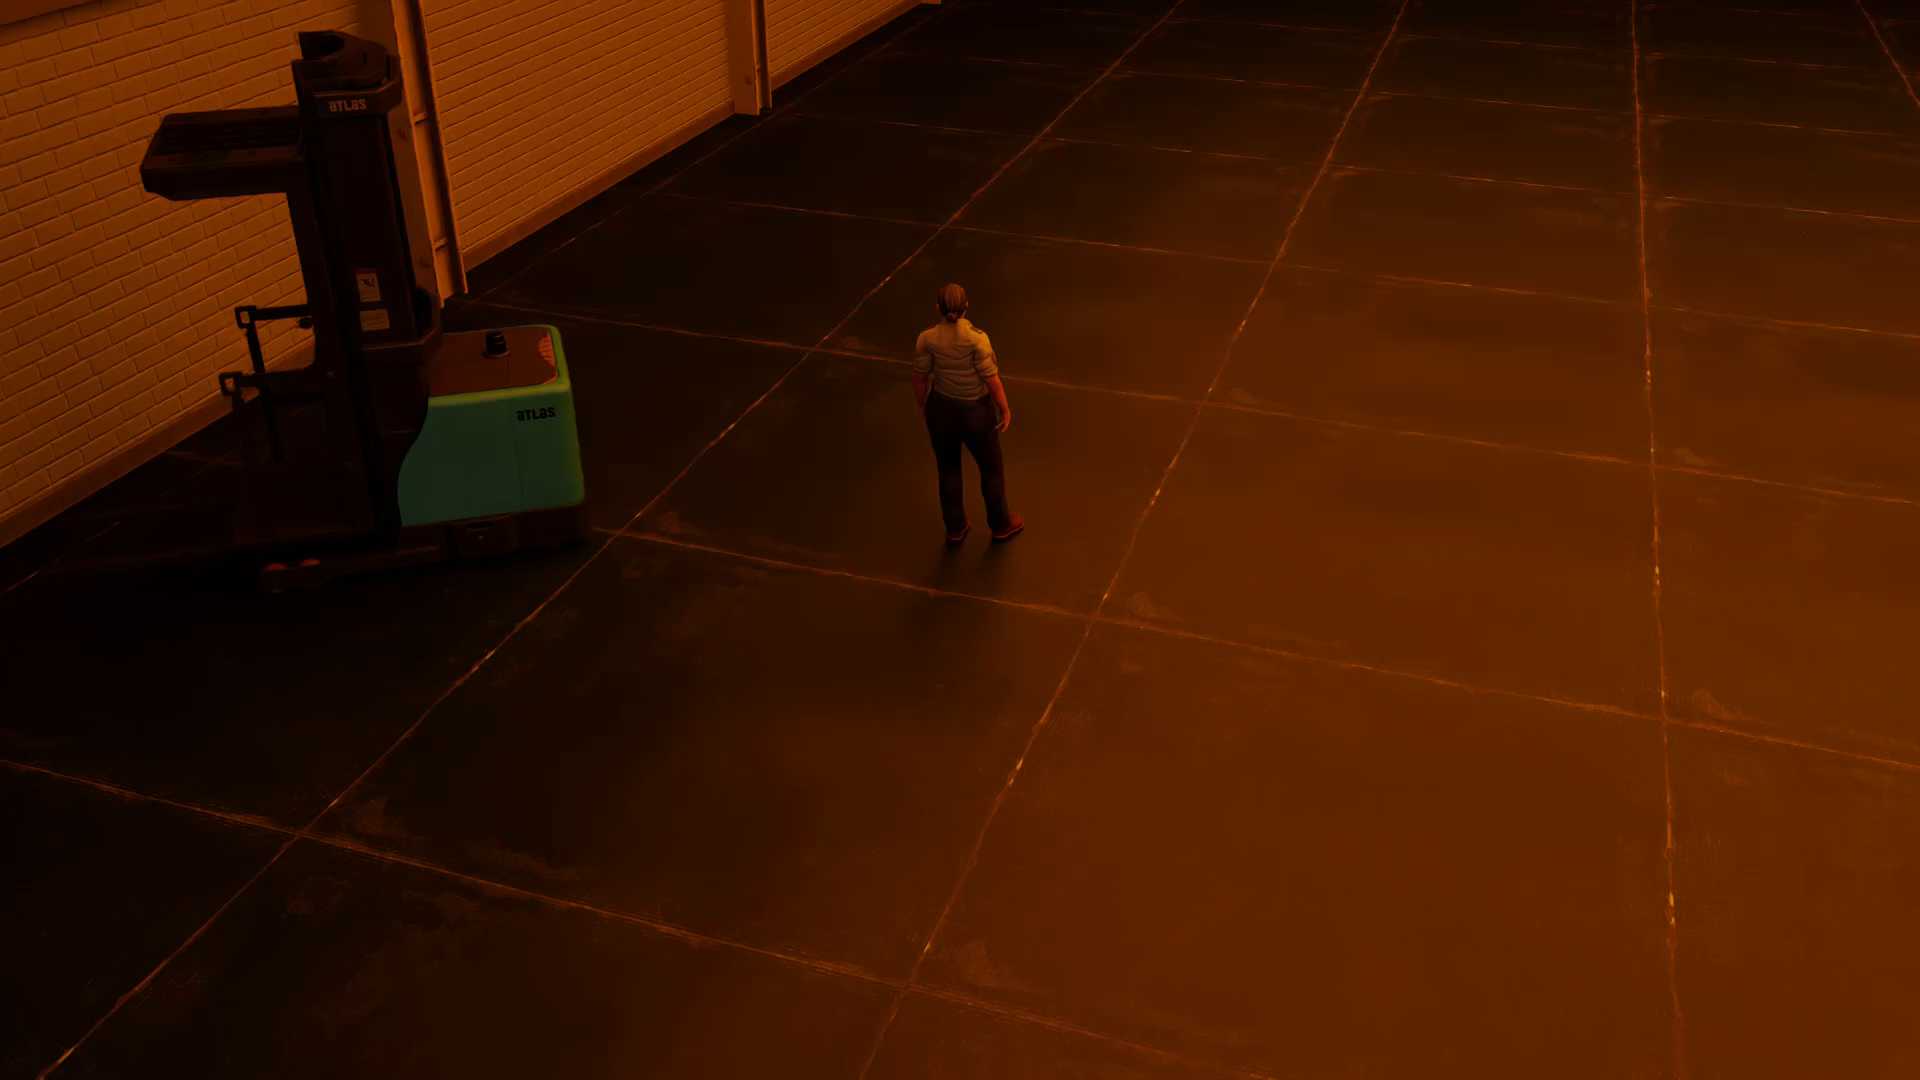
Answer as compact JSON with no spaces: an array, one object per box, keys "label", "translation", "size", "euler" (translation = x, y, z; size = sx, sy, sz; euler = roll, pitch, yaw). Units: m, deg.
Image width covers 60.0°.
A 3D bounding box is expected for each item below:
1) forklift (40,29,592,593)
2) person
[{"label":"forklift","translation":[-3.797,-1.261,9.349],"size":[3.031,2.935,1.130],"euler":[-8,31,-14]},{"label":"person","translation":[0.051,-0.760,9.752],"size":[0.598,1.651,0.502],"euler":[10,31,16]}]
